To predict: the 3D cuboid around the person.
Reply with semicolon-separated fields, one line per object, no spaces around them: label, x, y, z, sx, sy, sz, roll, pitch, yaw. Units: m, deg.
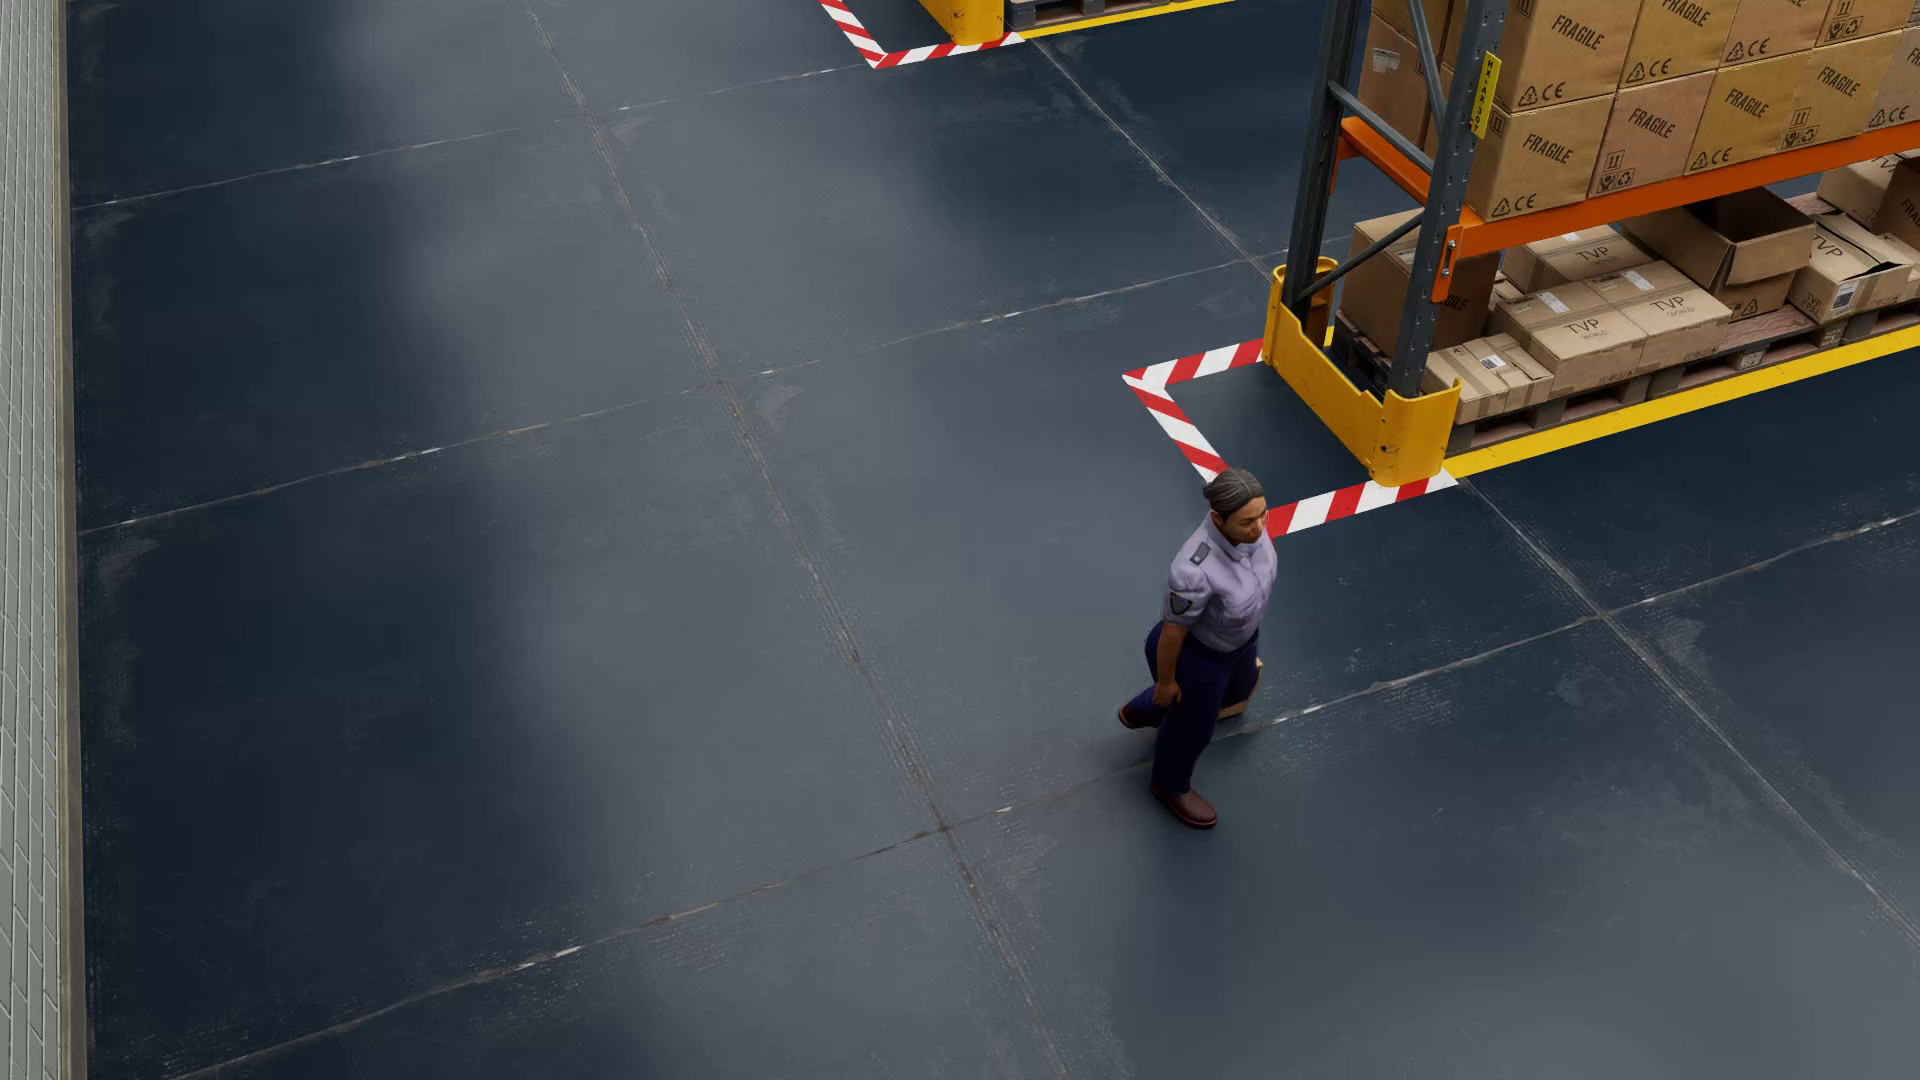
person;0.798;0.325;5.813;0.542;1.642;0.562;24;47;24
